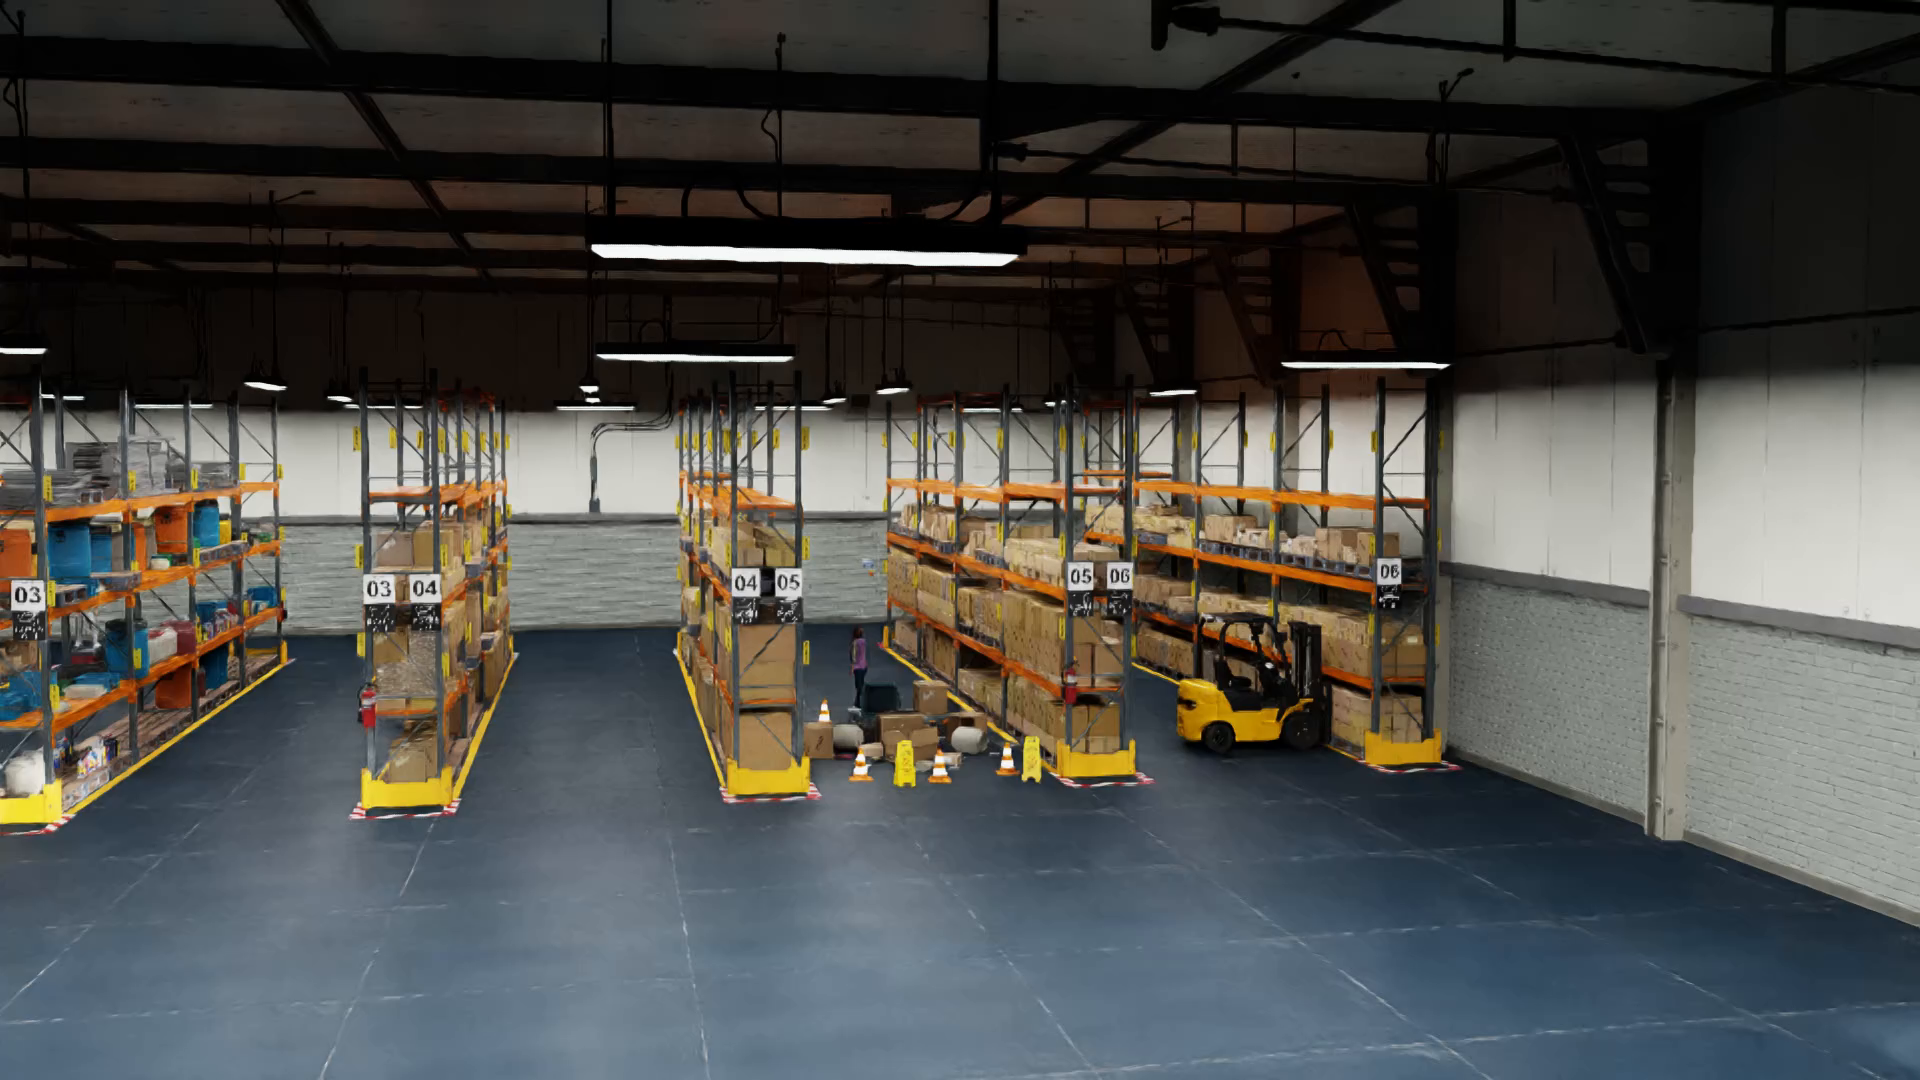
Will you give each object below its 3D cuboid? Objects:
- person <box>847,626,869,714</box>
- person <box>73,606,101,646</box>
[{"bbox_3d":[-1.881,2.372,30.587,0.527,1.592,0.522,1,4,18],"label":"person"},{"bbox_3d":[-21.242,1.787,40.399,0.609,1.604,0.814,-2,4,-29],"label":"person"}]
